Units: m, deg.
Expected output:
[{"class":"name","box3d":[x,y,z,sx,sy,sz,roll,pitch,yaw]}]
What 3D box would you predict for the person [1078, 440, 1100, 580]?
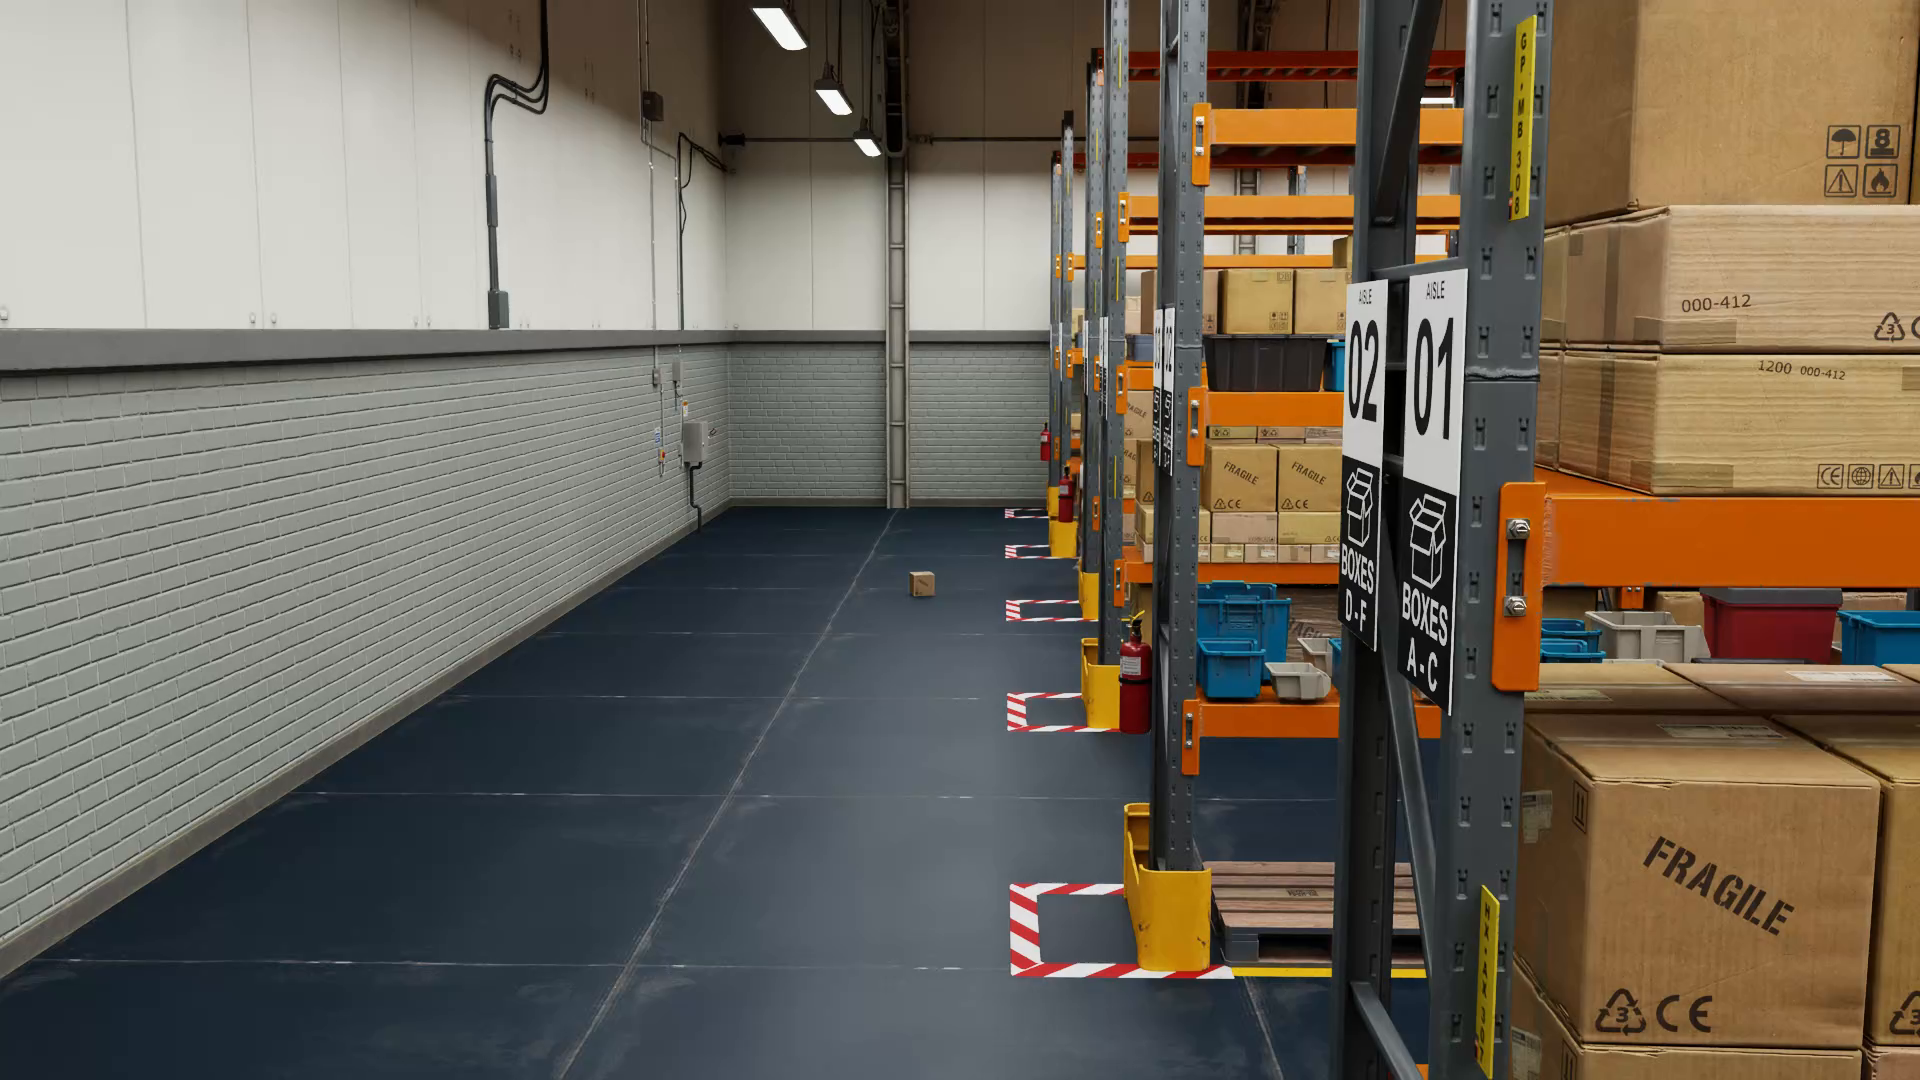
[{"class":"person","box3d":[1.696,-0.290,20.066,0.607,1.829,0.621,-2,8,-18]}]
